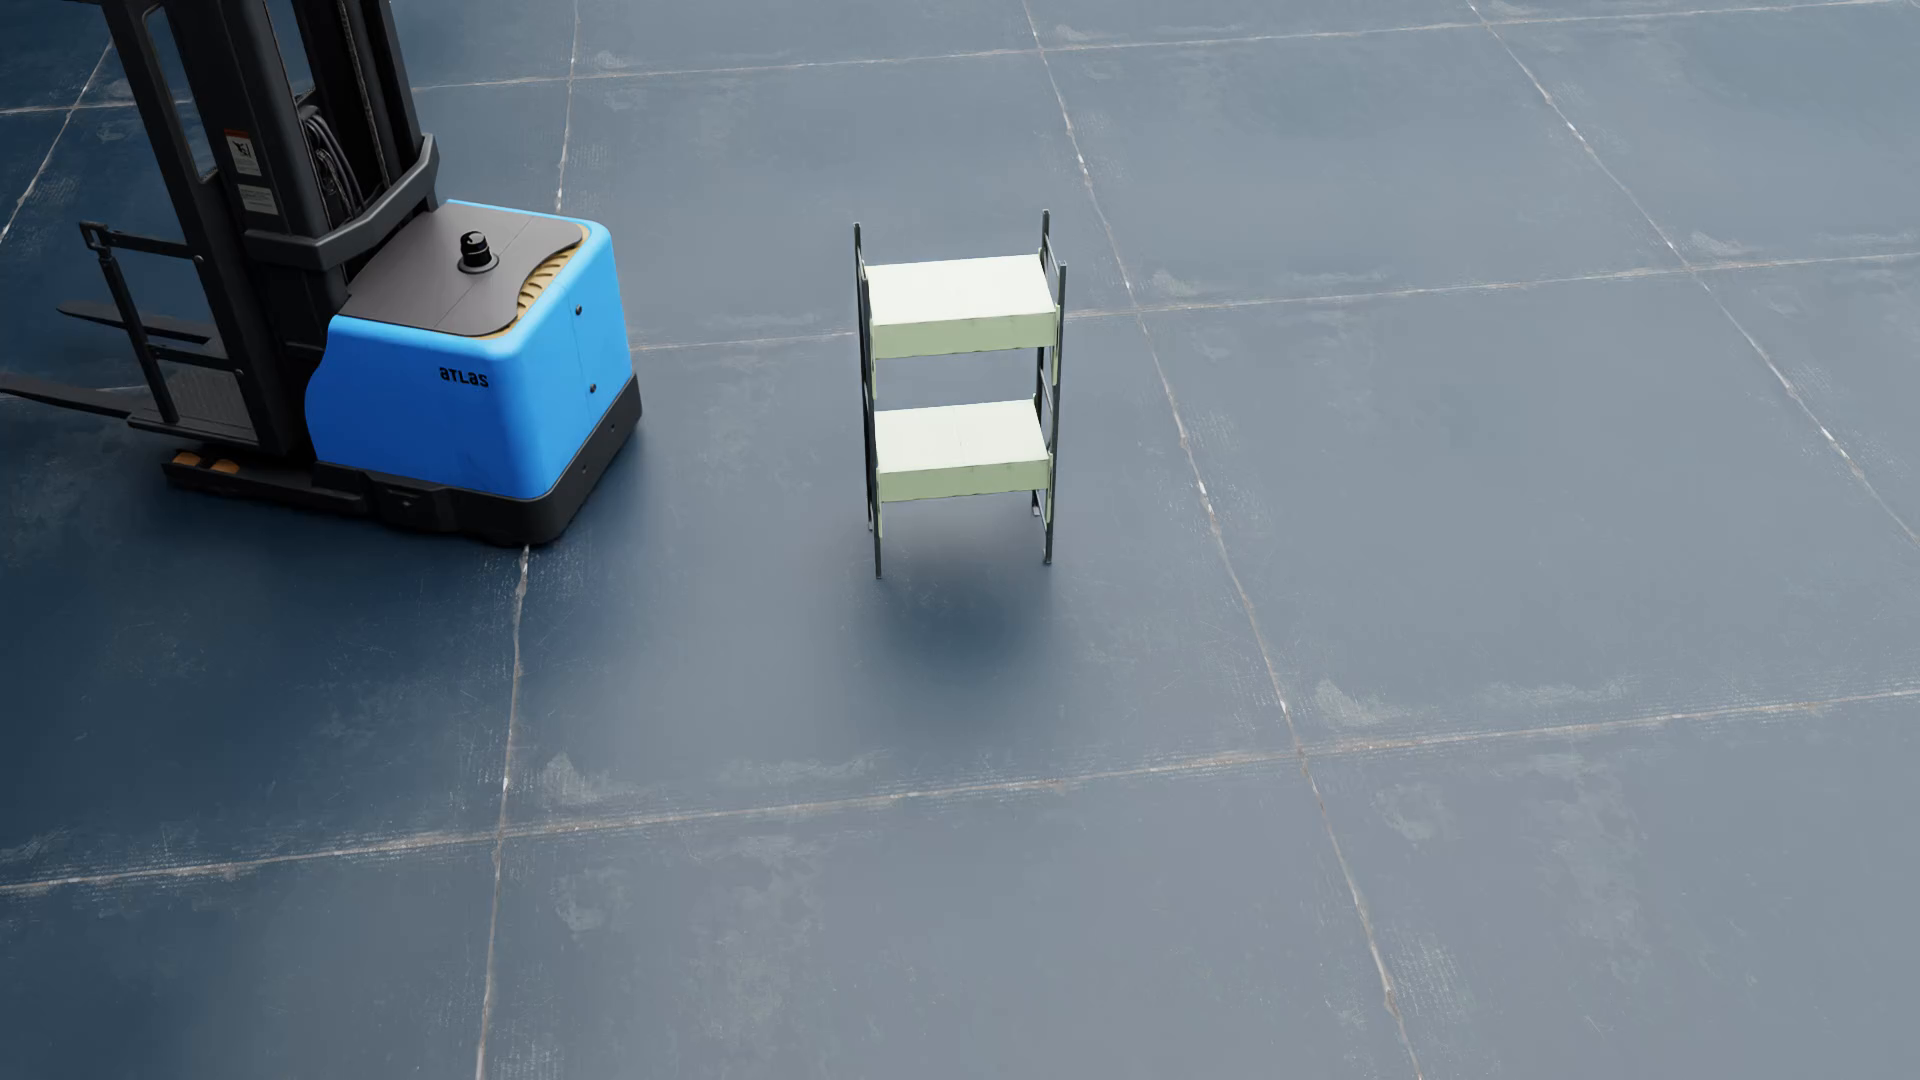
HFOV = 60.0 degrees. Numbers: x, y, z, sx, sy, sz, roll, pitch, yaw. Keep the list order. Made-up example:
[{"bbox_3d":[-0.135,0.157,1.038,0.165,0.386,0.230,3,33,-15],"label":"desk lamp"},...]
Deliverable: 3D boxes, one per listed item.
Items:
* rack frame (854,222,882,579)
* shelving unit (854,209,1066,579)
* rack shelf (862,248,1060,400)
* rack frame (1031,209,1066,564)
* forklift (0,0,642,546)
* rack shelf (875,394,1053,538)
[{"bbox_3d":[-0.370,-0.525,6.712,0.023,1.500,0.400,-5,42,-6],"label":"rack frame"},{"bbox_3d":[-0.007,-0.556,6.747,0.755,1.500,0.431,-5,42,-6],"label":"shelving unit"},{"bbox_3d":[-0.007,-0.846,6.486,0.720,0.370,0.431,-5,42,-6],"label":"rack shelf"},{"bbox_3d":[0.356,-0.588,6.782,0.023,1.500,0.400,-5,42,-6],"label":"rack frame"},{"bbox_3d":[-3.066,-1.612,6.849,3.031,2.935,1.130,11,43,11],"label":"forklift"},{"bbox_3d":[-0.007,-0.314,6.965,0.720,0.370,0.431,-5,42,-6],"label":"rack shelf"}]
